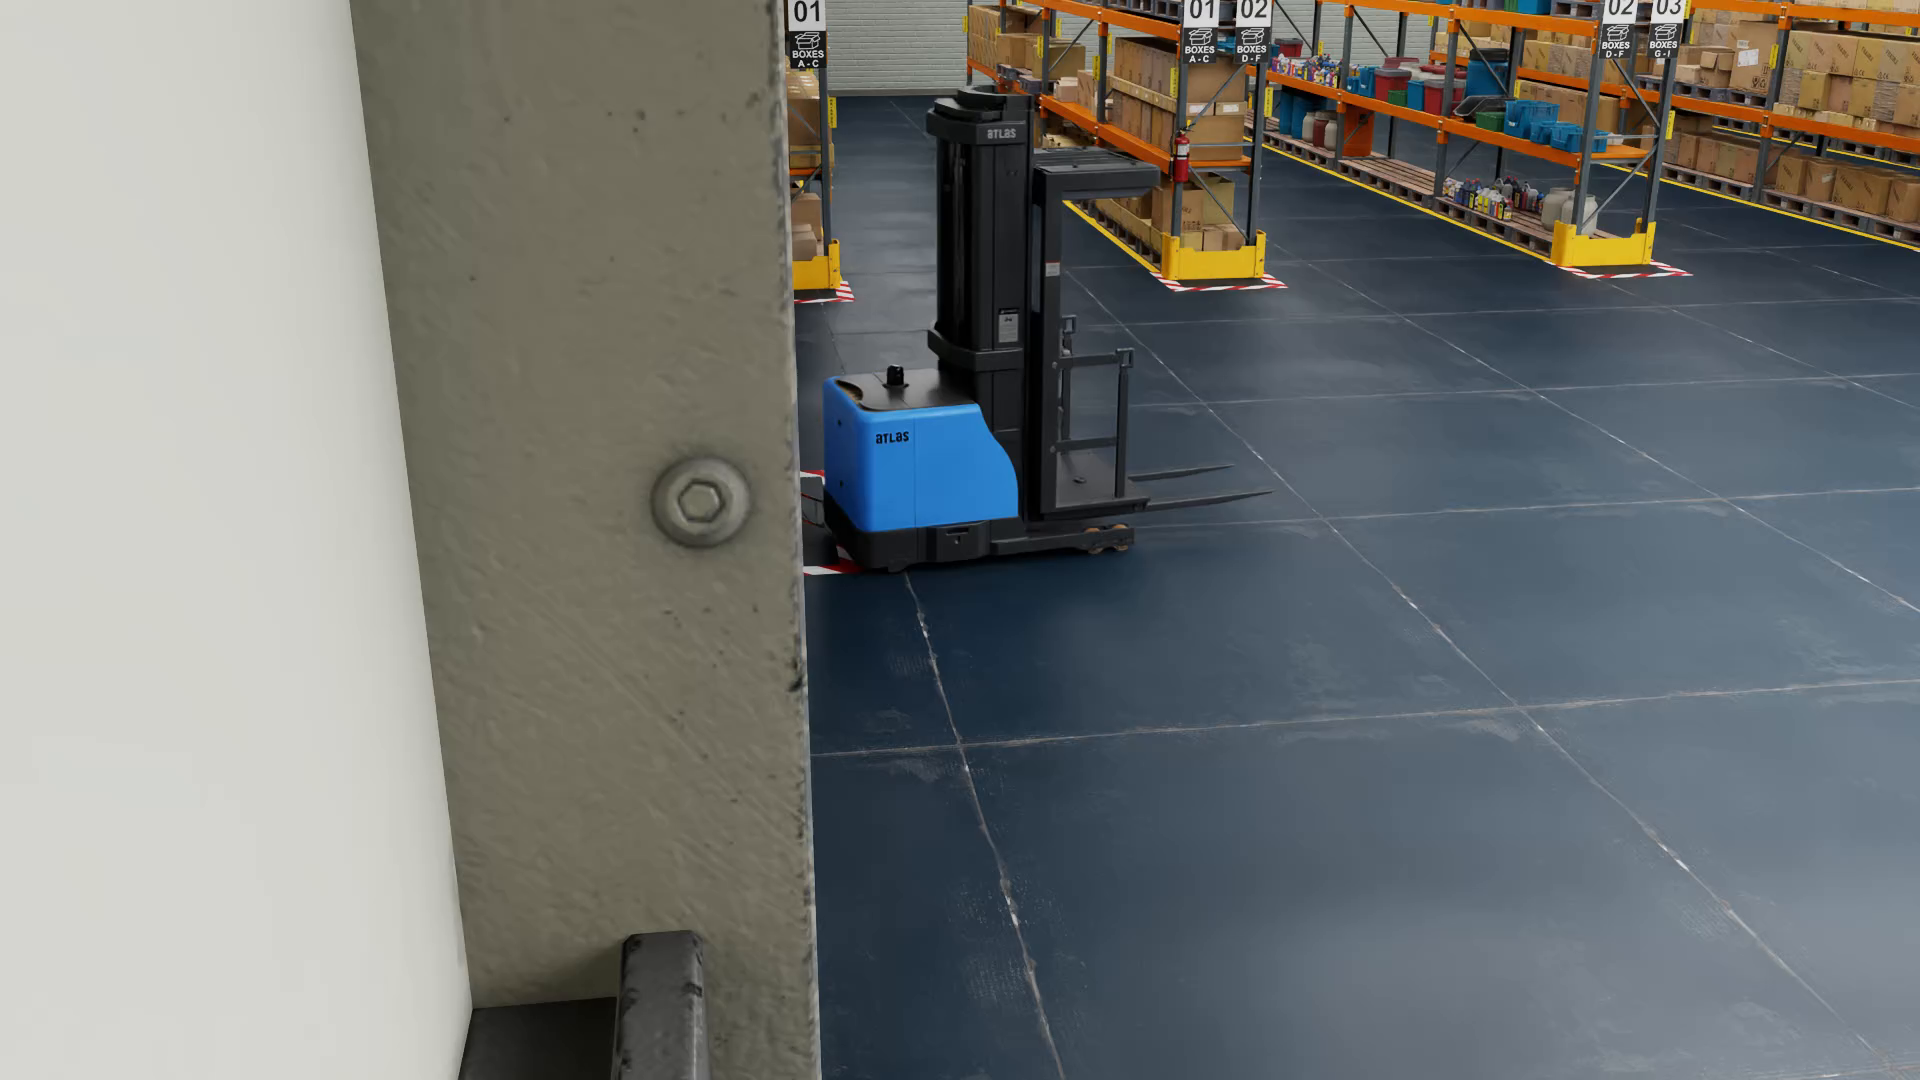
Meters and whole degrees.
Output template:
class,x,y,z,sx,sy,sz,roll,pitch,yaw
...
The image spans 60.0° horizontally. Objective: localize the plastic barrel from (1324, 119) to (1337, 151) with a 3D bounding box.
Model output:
class,x,y,z,sx,sy,sz,roll,pitch,yaw
plastic barrel,6.447,-6.923,28.419,0.421,0.512,0.421,0,20,0

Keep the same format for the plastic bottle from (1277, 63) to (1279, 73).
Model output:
class,x,y,z,sx,sy,sz,roll,pitch,yaw
plastic bottle,5.812,-8.590,30.212,0.097,0.201,0.097,0,20,0

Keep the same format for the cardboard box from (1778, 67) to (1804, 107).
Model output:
class,x,y,z,sx,sy,sz,roll,pitch,yaw
cardboard box,12.185,-6.424,23.561,0.875,0.500,0.500,-3,21,-8

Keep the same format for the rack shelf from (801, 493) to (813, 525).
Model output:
class,x,y,z,sx,sy,sz,roll,pitch,yaw
rack shelf,-1.184,-0.201,11.401,0.240,0.215,0.259,-18,26,-40

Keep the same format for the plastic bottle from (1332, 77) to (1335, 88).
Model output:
class,x,y,z,sx,sy,sz,roll,pitch,yaw
plastic bottle,6.225,-7.598,27.557,0.097,0.201,0.097,0,20,0

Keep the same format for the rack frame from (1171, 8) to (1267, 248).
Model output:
class,x,y,z,sx,sy,sz,roll,pitch,yaw
rack frame,2.955,-4.513,19.013,1.000,3.000,0.127,-3,21,-8

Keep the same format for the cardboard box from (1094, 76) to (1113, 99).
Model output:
class,x,y,z,sx,sy,sz,roll,pitch,yaw
cardboard box,2.208,-6.394,23.907,0.500,0.500,0.500,-1,21,-4

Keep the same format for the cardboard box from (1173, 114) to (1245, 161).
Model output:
class,x,y,z,sx,sy,sz,roll,pitch,yaw
cardboard box,2.900,-4.723,19.430,0.700,0.500,0.500,-3,21,-8

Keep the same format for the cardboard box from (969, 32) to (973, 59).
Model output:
class,x,y,z,sx,sy,sz,roll,pitch,yaw
cardboard box,0.452,-9.933,33.381,0.500,0.500,0.500,-2,21,-7

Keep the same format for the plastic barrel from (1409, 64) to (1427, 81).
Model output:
class,x,y,z,sx,sy,sz,roll,pitch,yaw
plastic barrel,7.124,-7.093,25.760,0.421,0.512,0.421,0,20,0

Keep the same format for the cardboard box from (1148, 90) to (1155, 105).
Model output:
class,x,y,z,sx,sy,sz,roll,pitch,yaw
cardboard box,2.523,-5.435,20.411,0.380,0.149,0.250,-2,21,-6

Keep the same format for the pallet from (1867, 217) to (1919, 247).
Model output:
class,x,y,z,sx,sy,sz,roll,pitch,yaw
pallet,12.665,-4.015,21.664,1.003,0.211,1.213,-3,21,-8

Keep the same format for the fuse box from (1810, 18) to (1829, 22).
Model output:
class,x,y,z,sx,sy,sz,roll,pitch,yaw
fuse box,21.522,-12.454,42.116,0.539,1.711,0.414,-3,21,-8

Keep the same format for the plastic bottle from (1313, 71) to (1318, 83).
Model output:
class,x,y,z,sx,sy,sz,roll,pitch,yaw
plastic bottle,6.093,-7.914,28.402,0.097,0.201,0.097,0,20,0

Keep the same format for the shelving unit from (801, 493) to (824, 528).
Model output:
class,x,y,z,sx,sy,sz,roll,pitch,yaw
shelving unit,-1.381,-0.269,11.600,0.252,0.215,1.050,-18,26,-40

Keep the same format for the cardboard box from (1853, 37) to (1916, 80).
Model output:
class,x,y,z,sx,sy,sz,roll,pitch,yaw
cardboard box,12.223,-6.364,21.971,0.500,0.500,0.500,-3,21,-8

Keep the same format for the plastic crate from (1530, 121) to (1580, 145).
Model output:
class,x,y,z,sx,sy,sz,roll,pitch,yaw
plastic crate,7.401,-5.076,20.731,0.499,0.251,0.408,-3,21,-8

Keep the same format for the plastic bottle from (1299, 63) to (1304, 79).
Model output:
class,x,y,z,sx,sy,sz,roll,pitch,yaw
plastic bottle,5.988,-8.201,29.070,0.097,0.271,0.097,0,20,0

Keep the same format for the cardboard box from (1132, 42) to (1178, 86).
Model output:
class,x,y,z,sx,sy,sz,roll,pitch,yaw
cardboard box,2.594,-6.051,21.134,0.700,0.500,0.500,-3,21,-8

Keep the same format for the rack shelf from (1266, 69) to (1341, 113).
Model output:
class,x,y,z,sx,sy,sz,roll,pitch,yaw
rack shelf,6.416,-7.887,29.075,1.077,0.370,4.000,-3,21,-8

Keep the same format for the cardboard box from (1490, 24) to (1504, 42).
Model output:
class,x,y,z,sx,sy,sz,roll,pitch,yaw
cardboard box,10.630,-9.906,32.170,0.500,0.500,0.500,-3,21,-7

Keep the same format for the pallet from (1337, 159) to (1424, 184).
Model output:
class,x,y,z,sx,sy,sz,roll,pitch,yaw
pallet,6.777,-5.955,26.860,1.003,0.211,1.213,-3,21,-8

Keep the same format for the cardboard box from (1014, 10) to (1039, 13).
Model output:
class,x,y,z,sx,sy,sz,roll,pitch,yaw
cardboard box,1.287,-9.717,31.375,0.500,0.500,0.500,-4,21,-9

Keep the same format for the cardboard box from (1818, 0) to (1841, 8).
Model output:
class,x,y,z,sx,sy,sz,roll,pitch,yaw
cardboard box,12.074,-7.380,22.616,0.500,0.250,0.500,-3,21,-8

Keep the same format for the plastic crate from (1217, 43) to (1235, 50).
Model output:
class,x,y,z,sx,sy,sz,roll,pitch,yaw
plastic crate,5.355,-9.921,33.646,0.416,0.233,0.300,-3,21,-8

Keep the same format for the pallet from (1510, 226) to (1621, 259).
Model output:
class,x,y,z,sx,sy,sz,roll,pitch,yaw
pallet,7.688,-3.761,20.985,1.003,0.211,1.213,-3,21,-8

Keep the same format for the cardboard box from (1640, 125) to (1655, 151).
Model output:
class,x,y,z,sx,sy,sz,roll,pitch,yaw
cardboard box,11.722,-6.586,27.506,0.700,0.500,0.500,-4,21,-11

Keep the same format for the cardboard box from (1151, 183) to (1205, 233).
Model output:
class,x,y,z,sx,sy,sz,roll,pitch,yaw
cardboard box,2.583,-3.944,19.747,0.500,0.500,0.500,-3,21,-8

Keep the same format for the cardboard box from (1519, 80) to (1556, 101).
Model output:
class,x,y,z,sx,sy,sz,roll,pitch,yaw
cardboard box,11.141,-8.147,31.180,1.225,0.875,0.875,-3,21,-8

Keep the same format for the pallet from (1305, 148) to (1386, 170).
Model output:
class,x,y,z,sx,sy,sz,roll,pitch,yaw
pallet,6.549,-6.496,28.308,1.003,0.211,1.213,-3,21,-8

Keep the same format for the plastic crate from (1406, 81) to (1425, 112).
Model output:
class,x,y,z,sx,sy,sz,roll,pitch,yaw
plastic crate,6.814,-6.506,24.370,0.392,0.384,0.575,-3,21,-8

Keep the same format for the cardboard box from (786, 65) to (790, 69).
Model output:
class,x,y,z,sx,sy,sz,roll,pitch,yaw
cardboard box,-2.636,-6.272,22.950,0.700,0.500,0.500,-1,20,-2

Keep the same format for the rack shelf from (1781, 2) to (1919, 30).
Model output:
class,x,y,z,sx,sy,sz,roll,pitch,yaw
rack shelf,12.470,-6.772,21.803,1.077,0.370,4.000,-3,21,-8

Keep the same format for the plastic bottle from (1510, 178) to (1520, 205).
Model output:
class,x,y,z,sx,sy,sz,roll,pitch,yaw
plastic bottle,7.686,-4.837,23.037,0.144,0.351,0.185,-4,21,-10

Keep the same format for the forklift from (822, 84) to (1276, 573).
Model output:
class,x,y,z,sx,sy,sz,roll,pitch,yaw
forklift,0.645,-1.454,10.920,3.031,2.935,1.130,-7,21,-17

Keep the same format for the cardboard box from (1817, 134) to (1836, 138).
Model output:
class,x,y,z,sx,sy,sz,roll,pitch,yaw
cardboard box,16.011,-7.599,30.248,0.500,0.500,0.500,-4,21,-10

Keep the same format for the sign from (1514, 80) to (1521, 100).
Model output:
class,x,y,z,sx,sy,sz,roll,pitch,yaw
sign,7.827,-6.301,23.403,0.100,0.325,0.005,-3,21,-8

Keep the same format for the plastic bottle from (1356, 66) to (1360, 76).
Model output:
class,x,y,z,sx,sy,sz,roll,pitch,yaw
plastic bottle,6.839,-7.999,28.530,0.097,0.271,0.097,0,20,0

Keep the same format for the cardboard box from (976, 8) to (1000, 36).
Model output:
class,x,y,z,sx,sy,sz,roll,pitch,yaw
cardboard box,0.602,-10.047,32.258,0.500,0.500,0.500,-3,21,-7

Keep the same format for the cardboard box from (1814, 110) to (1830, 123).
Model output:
class,x,y,z,sx,sy,sz,roll,pitch,yaw
cardboard box,12.042,-5.842,22.931,0.380,0.149,0.250,-3,21,-8

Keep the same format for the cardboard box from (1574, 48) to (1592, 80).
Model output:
class,x,y,z,sx,sy,sz,roll,pitch,yaw
cardboard box,11.145,-8.339,29.114,0.500,0.500,0.500,-4,21,-10

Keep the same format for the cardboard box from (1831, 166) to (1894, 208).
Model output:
class,x,y,z,sx,sy,sz,roll,pitch,yaw
cardboard box,12.457,-4.873,22.949,0.500,0.500,0.500,-5,21,-13

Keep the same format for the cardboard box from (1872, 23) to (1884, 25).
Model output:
class,x,y,z,sx,sy,sz,roll,pitch,yaw
cardboard box,20.046,-11.386,35.842,0.500,0.500,0.500,-3,21,-9

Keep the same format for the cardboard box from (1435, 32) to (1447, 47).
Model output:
class,x,y,z,sx,sy,sz,roll,pitch,yaw
cardboard box,10.254,-10.441,34.673,0.500,0.250,0.500,-3,21,-9

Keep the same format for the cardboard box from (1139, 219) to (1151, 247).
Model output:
class,x,y,z,sx,sy,sz,roll,pitch,yaw
cardboard box,2.501,-3.765,20.340,0.500,0.250,0.500,-3,21,-8

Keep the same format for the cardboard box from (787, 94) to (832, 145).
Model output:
class,x,y,z,sx,sy,sz,roll,pitch,yaw
cardboard box,-1.718,-4.733,18.716,0.500,0.500,0.500,-3,21,-8

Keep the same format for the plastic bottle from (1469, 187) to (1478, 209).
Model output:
class,x,y,z,sx,sy,sz,roll,pitch,yaw
plastic bottle,6.996,-4.656,22.647,0.061,0.283,0.133,-2,21,-5

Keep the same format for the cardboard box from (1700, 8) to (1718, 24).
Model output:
class,x,y,z,sx,sy,sz,roll,pitch,yaw
cardboard box,15.386,-10.721,33.636,0.500,0.500,0.500,-4,21,-9

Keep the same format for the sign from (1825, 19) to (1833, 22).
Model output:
class,x,y,z,sx,sy,sz,roll,pitch,yaw
sign,21.981,-13.110,42.166,0.329,0.494,0.001,-3,21,-8

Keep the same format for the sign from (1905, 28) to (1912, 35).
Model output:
class,x,y,z,sx,sy,sz,roll,pitch,yaw
sign,15.992,-8.472,28.069,0.100,0.325,0.005,-3,21,-8

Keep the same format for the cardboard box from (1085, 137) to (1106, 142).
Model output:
class,x,y,z,sx,sy,sz,roll,pitch,yaw
cardboard box,2.202,-6.106,25.806,0.500,0.311,0.500,-3,21,-9

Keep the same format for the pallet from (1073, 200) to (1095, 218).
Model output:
class,x,y,z,sx,sy,sz,roll,pitch,yaw
pallet,2.234,-4.845,23.887,1.003,0.211,1.213,-3,21,-8

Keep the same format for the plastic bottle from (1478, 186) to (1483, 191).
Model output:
class,x,y,z,sx,sy,sz,roll,pitch,yaw
plastic bottle,7.127,-4.730,22.865,0.097,0.271,0.097,0,20,0

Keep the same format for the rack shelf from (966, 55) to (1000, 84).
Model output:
class,x,y,z,sx,sy,sz,roll,pitch,yaw
rack shelf,0.937,-9.024,32.117,1.077,0.370,4.000,-3,21,-8

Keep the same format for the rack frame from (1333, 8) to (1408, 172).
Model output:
class,x,y,z,sx,sy,sz,roll,pitch,yaw
rack frame,6.704,-7.532,27.095,1.000,3.000,0.127,-3,21,-8
